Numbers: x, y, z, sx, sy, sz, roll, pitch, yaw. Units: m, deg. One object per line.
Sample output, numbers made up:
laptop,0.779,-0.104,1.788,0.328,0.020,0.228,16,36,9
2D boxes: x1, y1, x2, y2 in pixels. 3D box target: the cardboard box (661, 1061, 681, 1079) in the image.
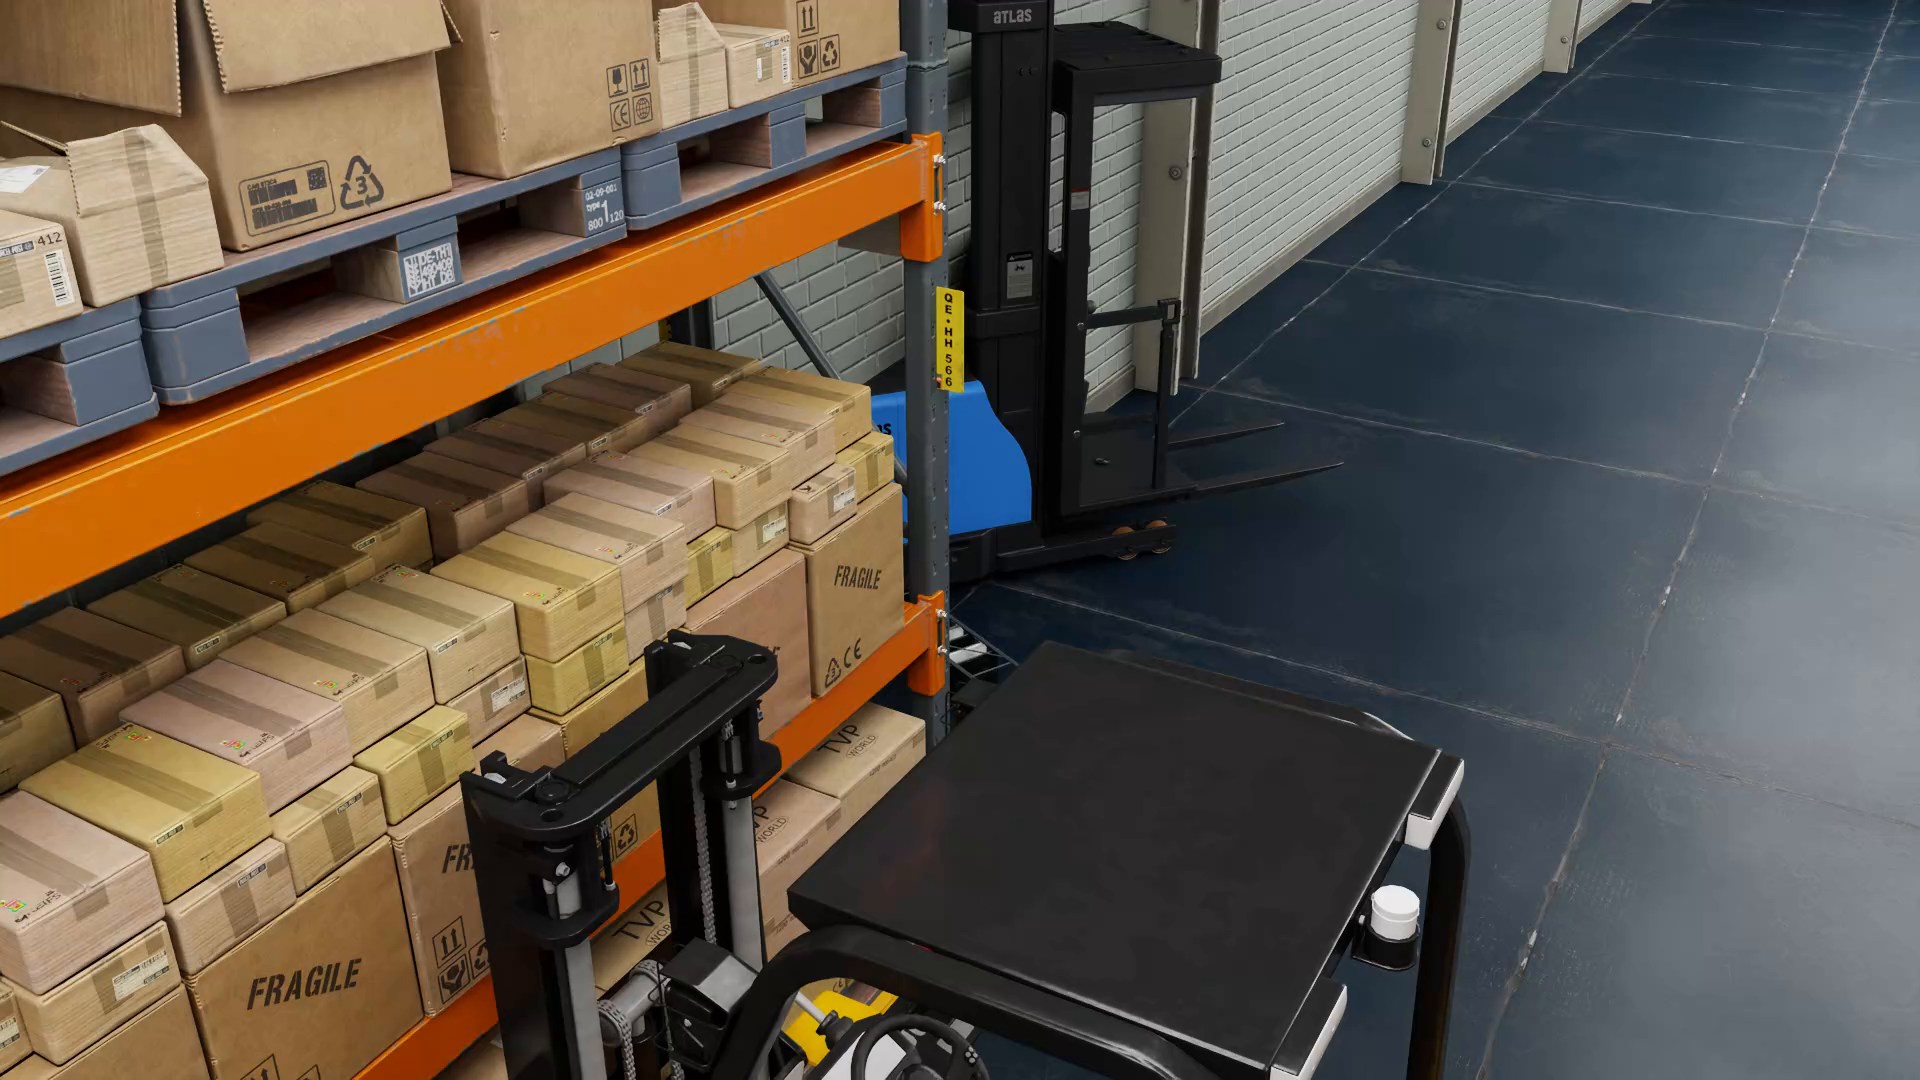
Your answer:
cardboard box,-0.958,1.369,4.709,0.500,0.250,0.500,13,30,25

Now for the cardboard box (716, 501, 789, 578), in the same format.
cardboard box,-0.706,-0.051,4.665,0.380,0.149,0.250,15,30,27

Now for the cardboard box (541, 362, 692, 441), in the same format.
cardboard box,-1.035,-0.401,5.032,0.380,0.149,0.250,15,30,28

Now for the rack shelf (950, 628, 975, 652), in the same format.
rack shelf,-0.052,0.524,7.461,0.258,0.200,0.077,-17,32,-31

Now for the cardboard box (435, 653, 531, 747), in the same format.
cardboard box,-1.236,0.338,3.888,0.380,0.149,0.250,14,30,26

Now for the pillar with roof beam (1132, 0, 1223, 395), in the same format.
pillar with roof beam,5.074,-4.107,6.902,9.100,9.000,0.400,14,30,26

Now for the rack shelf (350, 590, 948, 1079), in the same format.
rack shelf,-1.482,0.994,4.217,1.077,0.370,4.000,14,30,26

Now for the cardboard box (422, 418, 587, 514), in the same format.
cardboard box,-1.260,-0.197,4.625,0.380,0.149,0.250,14,30,26

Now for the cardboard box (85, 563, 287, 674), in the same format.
cardboard box,-1.762,0.209,3.812,0.380,0.149,0.250,15,30,28

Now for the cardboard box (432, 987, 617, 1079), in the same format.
cardboard box,-1.195,1.331,4.226,0.500,0.250,0.500,14,30,25

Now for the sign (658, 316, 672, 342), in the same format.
sign,-0.979,-0.654,5.650,0.100,0.325,0.005,14,30,26

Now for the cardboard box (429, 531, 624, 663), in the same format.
cardboard box,-1.032,0.131,3.970,0.380,0.149,0.250,15,30,27

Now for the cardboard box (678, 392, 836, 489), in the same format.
cardboard box,-0.586,-0.286,4.802,0.380,0.149,0.250,14,30,26

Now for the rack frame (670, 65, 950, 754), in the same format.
rack frame,-0.499,-0.107,5.613,1.000,3.000,0.127,14,30,26

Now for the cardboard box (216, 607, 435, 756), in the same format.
cardboard box,-1.379,0.305,3.622,0.380,0.149,0.250,14,30,26

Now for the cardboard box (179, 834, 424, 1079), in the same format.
cardboard box,-1.531,0.887,3.515,0.500,0.500,0.500,14,30,26

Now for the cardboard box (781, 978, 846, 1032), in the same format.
cardboard box,-0.708,1.379,5.247,0.500,0.250,0.500,14,30,26

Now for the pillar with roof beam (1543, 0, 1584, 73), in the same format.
pillar with roof beam,10.977,-8.784,16.244,9.100,9.000,0.400,14,30,26

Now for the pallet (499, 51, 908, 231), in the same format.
pallet,-0.869,-1.139,4.422,1.003,0.211,1.213,14,30,26

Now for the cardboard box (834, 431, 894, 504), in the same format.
cardboard box,-0.425,-0.245,5.052,0.380,0.149,0.250,15,30,27

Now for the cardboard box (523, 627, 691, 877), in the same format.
cardboard box,-1.027,0.498,4.293,0.500,0.500,0.500,14,30,25

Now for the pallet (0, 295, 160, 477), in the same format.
pallet,-2.069,-0.188,2.523,1.003,0.211,1.213,14,30,26

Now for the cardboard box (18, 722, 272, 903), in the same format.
cardboard box,-1.563,0.517,3.197,0.380,0.149,0.250,14,30,25

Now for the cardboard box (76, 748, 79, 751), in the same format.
cardboard box,-1.901,0.431,3.701,0.380,0.149,0.250,14,30,26

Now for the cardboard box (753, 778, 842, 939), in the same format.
cardboard box,-0.700,0.936,5.015,0.500,0.250,0.500,15,30,27

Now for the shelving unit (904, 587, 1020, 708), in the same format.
shelving unit,-0.084,0.503,7.502,0.258,0.210,0.900,-17,32,-31

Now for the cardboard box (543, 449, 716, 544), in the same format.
cardboard box,-0.878,-0.097,4.425,0.380,0.149,0.250,14,30,26

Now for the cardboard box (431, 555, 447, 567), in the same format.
cardboard box,-1.456,0.013,4.536,0.380,0.149,0.250,15,30,27

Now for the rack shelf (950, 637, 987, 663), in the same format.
rack shelf,-0.001,0.558,7.395,0.258,0.200,0.077,-17,32,-31

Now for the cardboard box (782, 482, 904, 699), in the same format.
cardboard box,-0.512,0.098,5.092,0.500,0.500,0.500,13,30,25

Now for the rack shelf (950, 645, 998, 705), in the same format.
rack shelf,0.051,0.592,7.329,0.258,0.200,0.077,-17,32,-31

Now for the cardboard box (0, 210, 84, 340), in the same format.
cardboard box,-1.603,-0.417,2.581,0.380,0.149,0.250,15,30,28

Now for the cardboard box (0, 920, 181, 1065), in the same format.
cardboard box,-1.665,0.762,3.041,0.380,0.149,0.250,15,30,27

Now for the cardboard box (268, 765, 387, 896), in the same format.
cardboard box,-1.426,0.558,3.448,0.380,0.149,0.250,13,29,24

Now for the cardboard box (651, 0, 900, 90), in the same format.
cardboard box,-0.504,-1.499,4.351,0.500,0.500,0.500,15,30,28

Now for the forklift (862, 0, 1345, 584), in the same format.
forklift,0.579,-1.417,8.305,3.031,2.935,1.130,-10,28,-20

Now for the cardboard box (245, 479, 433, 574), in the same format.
cardboard box,-1.583,-0.009,4.247,0.380,0.149,0.250,13,30,25

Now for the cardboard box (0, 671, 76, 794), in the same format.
cardboard box,-2.081,0.390,3.451,0.380,0.149,0.250,14,30,25

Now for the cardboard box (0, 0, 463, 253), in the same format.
cardboard box,-1.416,-0.904,3.158,0.797,0.503,0.637,15,30,28

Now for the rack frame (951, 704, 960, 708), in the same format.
rack frame,-0.085,0.594,7.548,0.240,0.006,0.900,-17,32,-31

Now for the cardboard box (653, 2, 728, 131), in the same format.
cardboard box,-0.767,-1.132,3.879,0.396,0.266,0.258,14,30,26

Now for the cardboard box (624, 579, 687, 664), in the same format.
cardboard box,-0.928,0.157,4.249,0.380,0.149,0.250,13,29,24

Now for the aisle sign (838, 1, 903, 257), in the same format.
aisle sign,-0.211,-1.231,4.953,0.394,0.787,0.004,14,30,26
